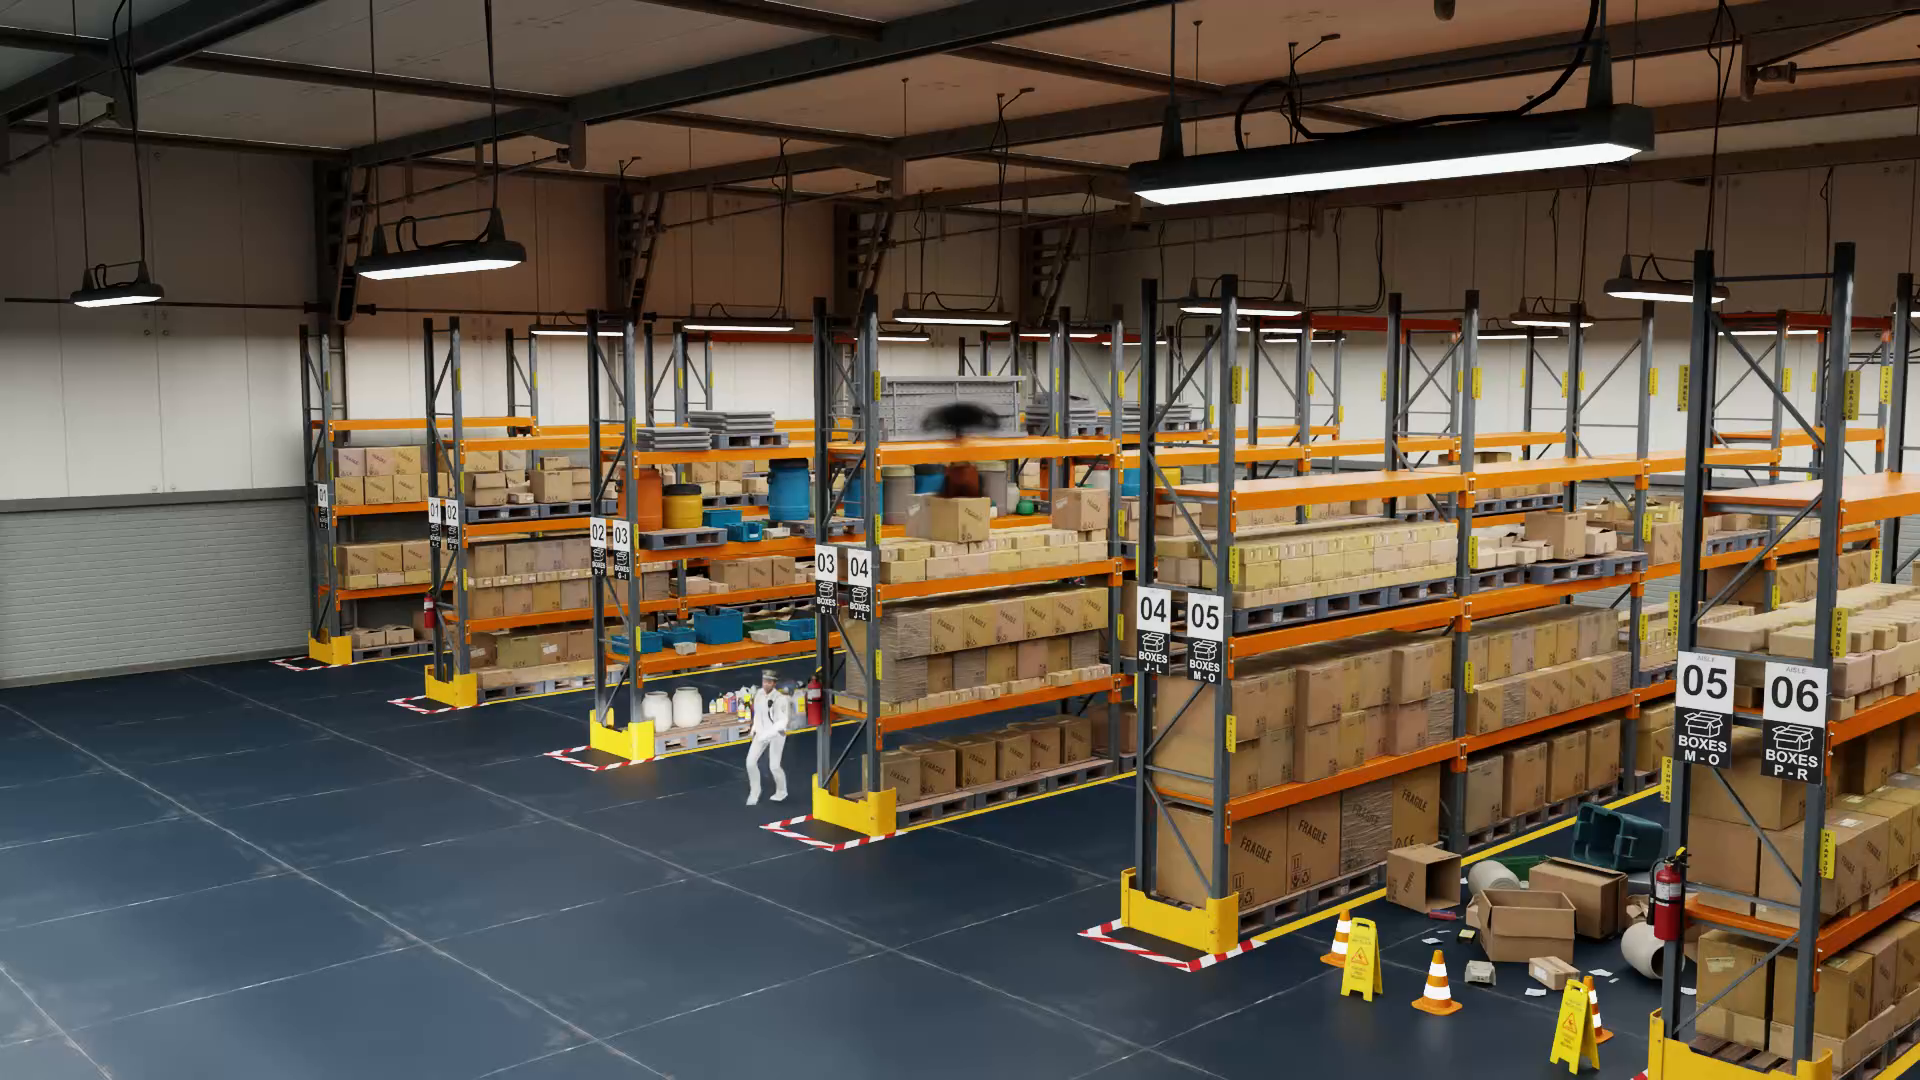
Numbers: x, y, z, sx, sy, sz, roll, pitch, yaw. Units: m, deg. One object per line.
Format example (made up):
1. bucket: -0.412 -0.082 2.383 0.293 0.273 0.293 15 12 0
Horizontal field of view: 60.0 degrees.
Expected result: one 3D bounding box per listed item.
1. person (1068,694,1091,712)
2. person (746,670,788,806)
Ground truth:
1. person: 1.545 1.829 25.156 0.673 1.600 0.939 3 7 29
2. person: -2.288 2.363 19.786 0.612 1.711 0.707 3 7 28
